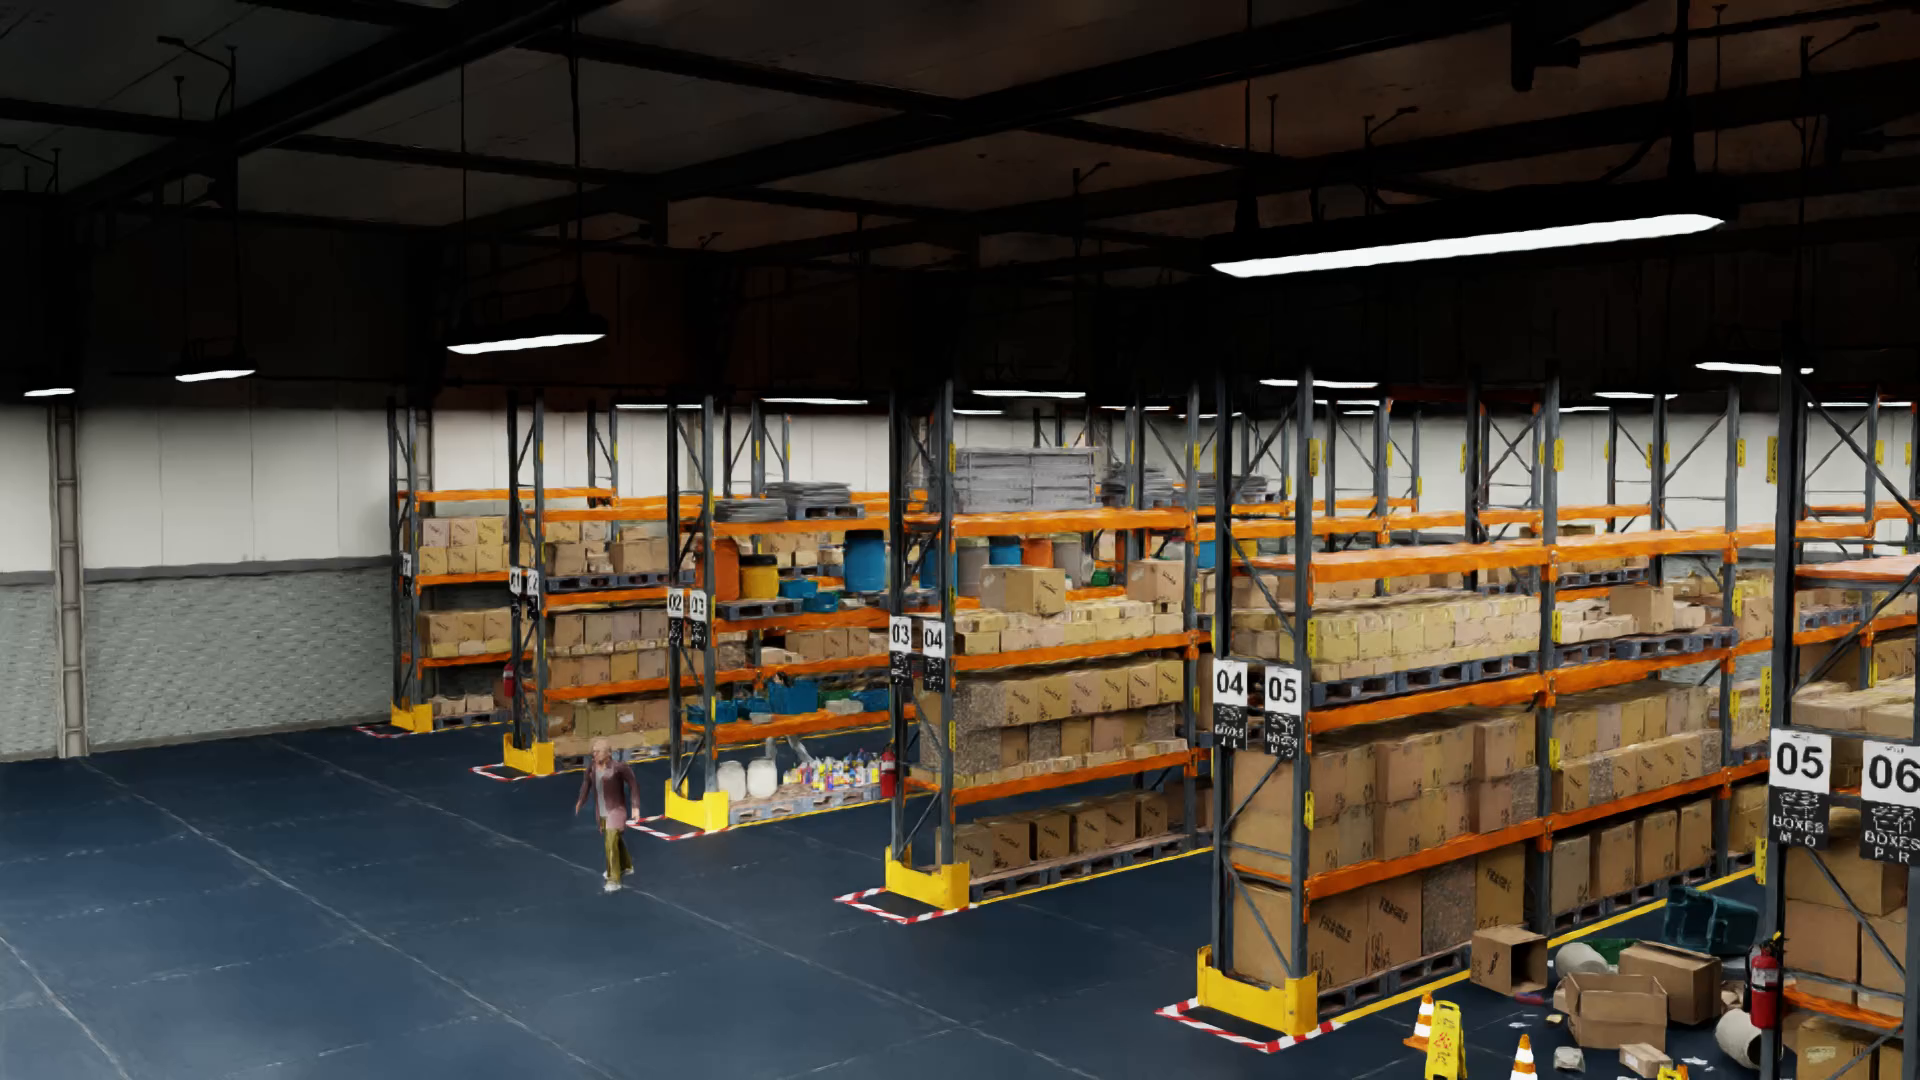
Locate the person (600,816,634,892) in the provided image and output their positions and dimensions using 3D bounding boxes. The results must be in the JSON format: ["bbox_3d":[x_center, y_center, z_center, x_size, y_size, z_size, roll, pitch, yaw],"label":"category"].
[{"bbox_3d":[-4.031,3.506,19.403,0.674,1.033,0.888,2,4,34],"label":"person"}]
